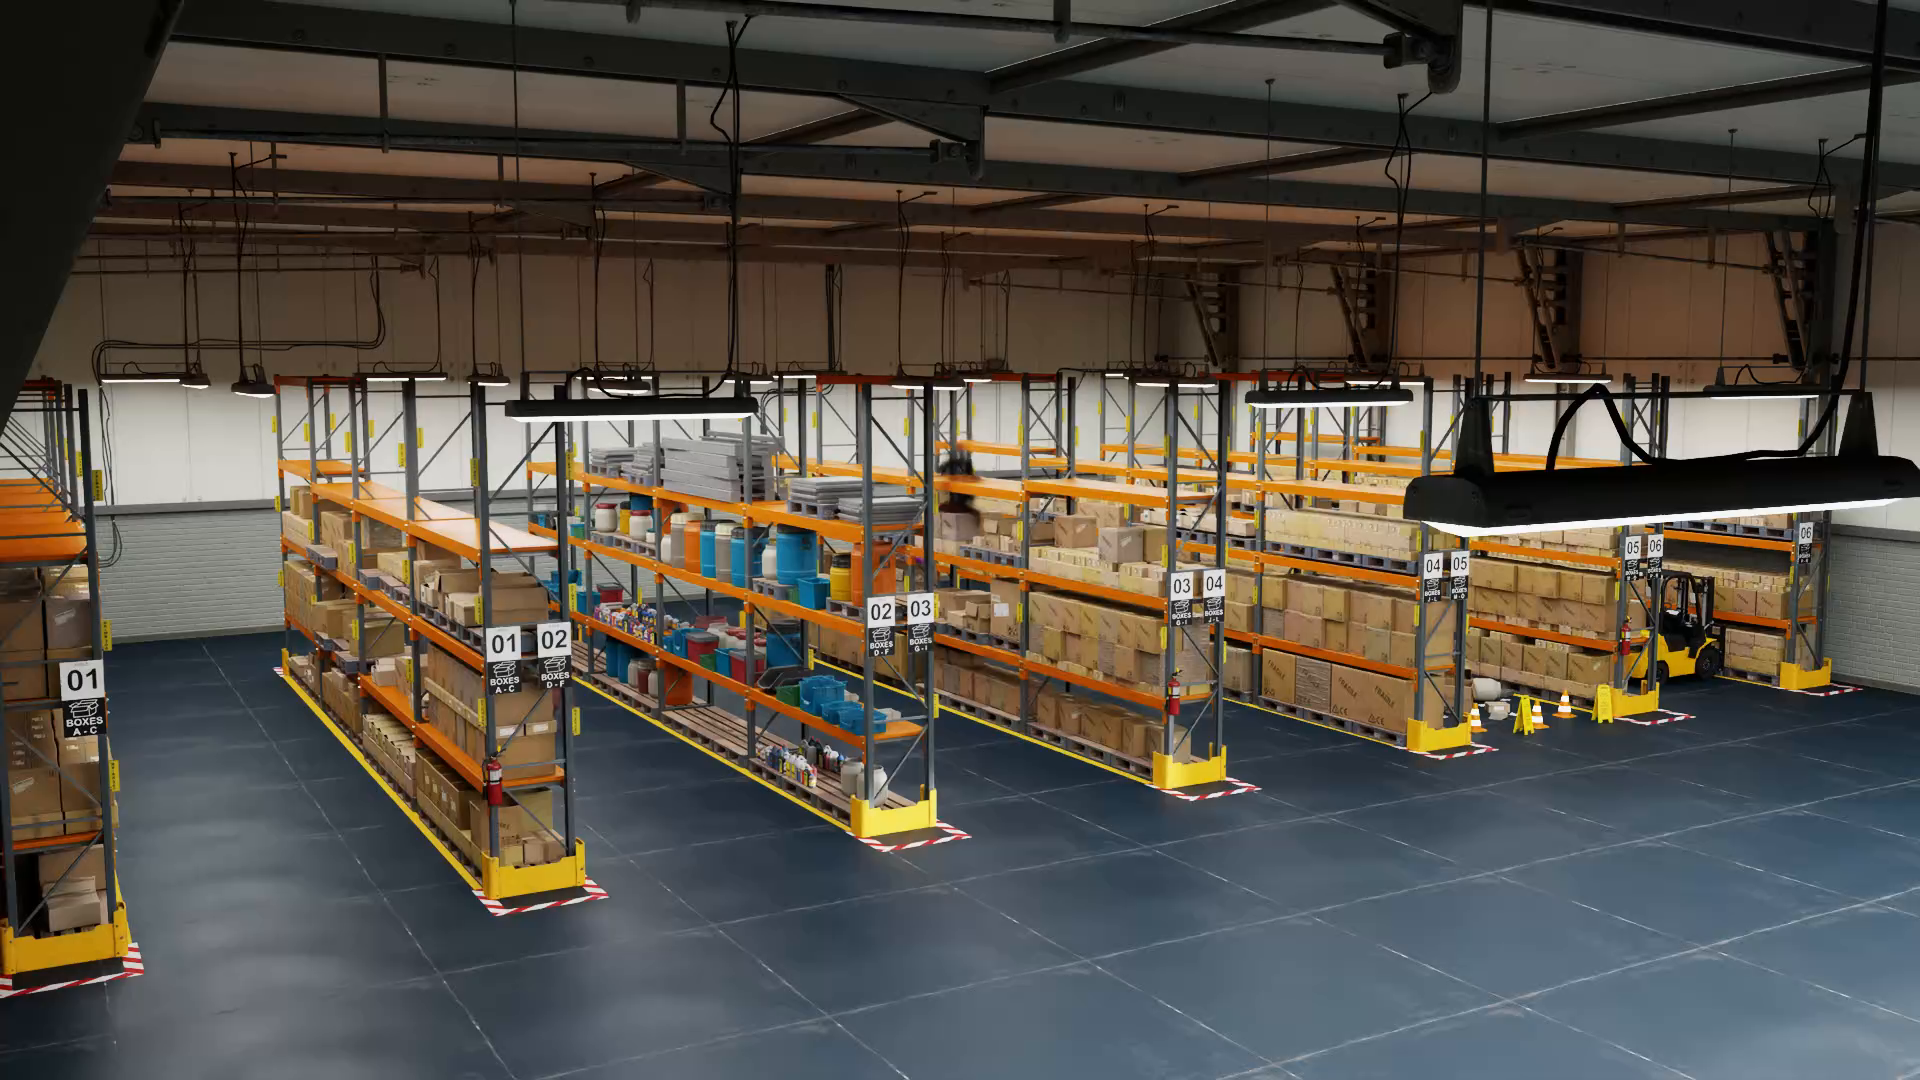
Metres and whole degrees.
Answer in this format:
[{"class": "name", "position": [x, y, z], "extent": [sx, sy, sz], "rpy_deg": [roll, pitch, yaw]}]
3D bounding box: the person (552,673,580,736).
[{"class": "person", "position": [-6.726, 2.417, 27.990], "extent": [0.574, 1.673, 0.951], "rpy_deg": [-6, 9, -44]}]

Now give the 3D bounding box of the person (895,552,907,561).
[{"class": "person", "position": [-1.569, 0.980, 41.045], "extent": [0.740, 1.721, 0.604], "rpy_deg": [3, 7, 28]}]

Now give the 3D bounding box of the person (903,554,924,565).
[{"class": "person", "position": [-1.331, 0.982, 41.684], "extent": [0.948, 1.619, 0.788], "rpy_deg": [-5, 8, -39]}]
